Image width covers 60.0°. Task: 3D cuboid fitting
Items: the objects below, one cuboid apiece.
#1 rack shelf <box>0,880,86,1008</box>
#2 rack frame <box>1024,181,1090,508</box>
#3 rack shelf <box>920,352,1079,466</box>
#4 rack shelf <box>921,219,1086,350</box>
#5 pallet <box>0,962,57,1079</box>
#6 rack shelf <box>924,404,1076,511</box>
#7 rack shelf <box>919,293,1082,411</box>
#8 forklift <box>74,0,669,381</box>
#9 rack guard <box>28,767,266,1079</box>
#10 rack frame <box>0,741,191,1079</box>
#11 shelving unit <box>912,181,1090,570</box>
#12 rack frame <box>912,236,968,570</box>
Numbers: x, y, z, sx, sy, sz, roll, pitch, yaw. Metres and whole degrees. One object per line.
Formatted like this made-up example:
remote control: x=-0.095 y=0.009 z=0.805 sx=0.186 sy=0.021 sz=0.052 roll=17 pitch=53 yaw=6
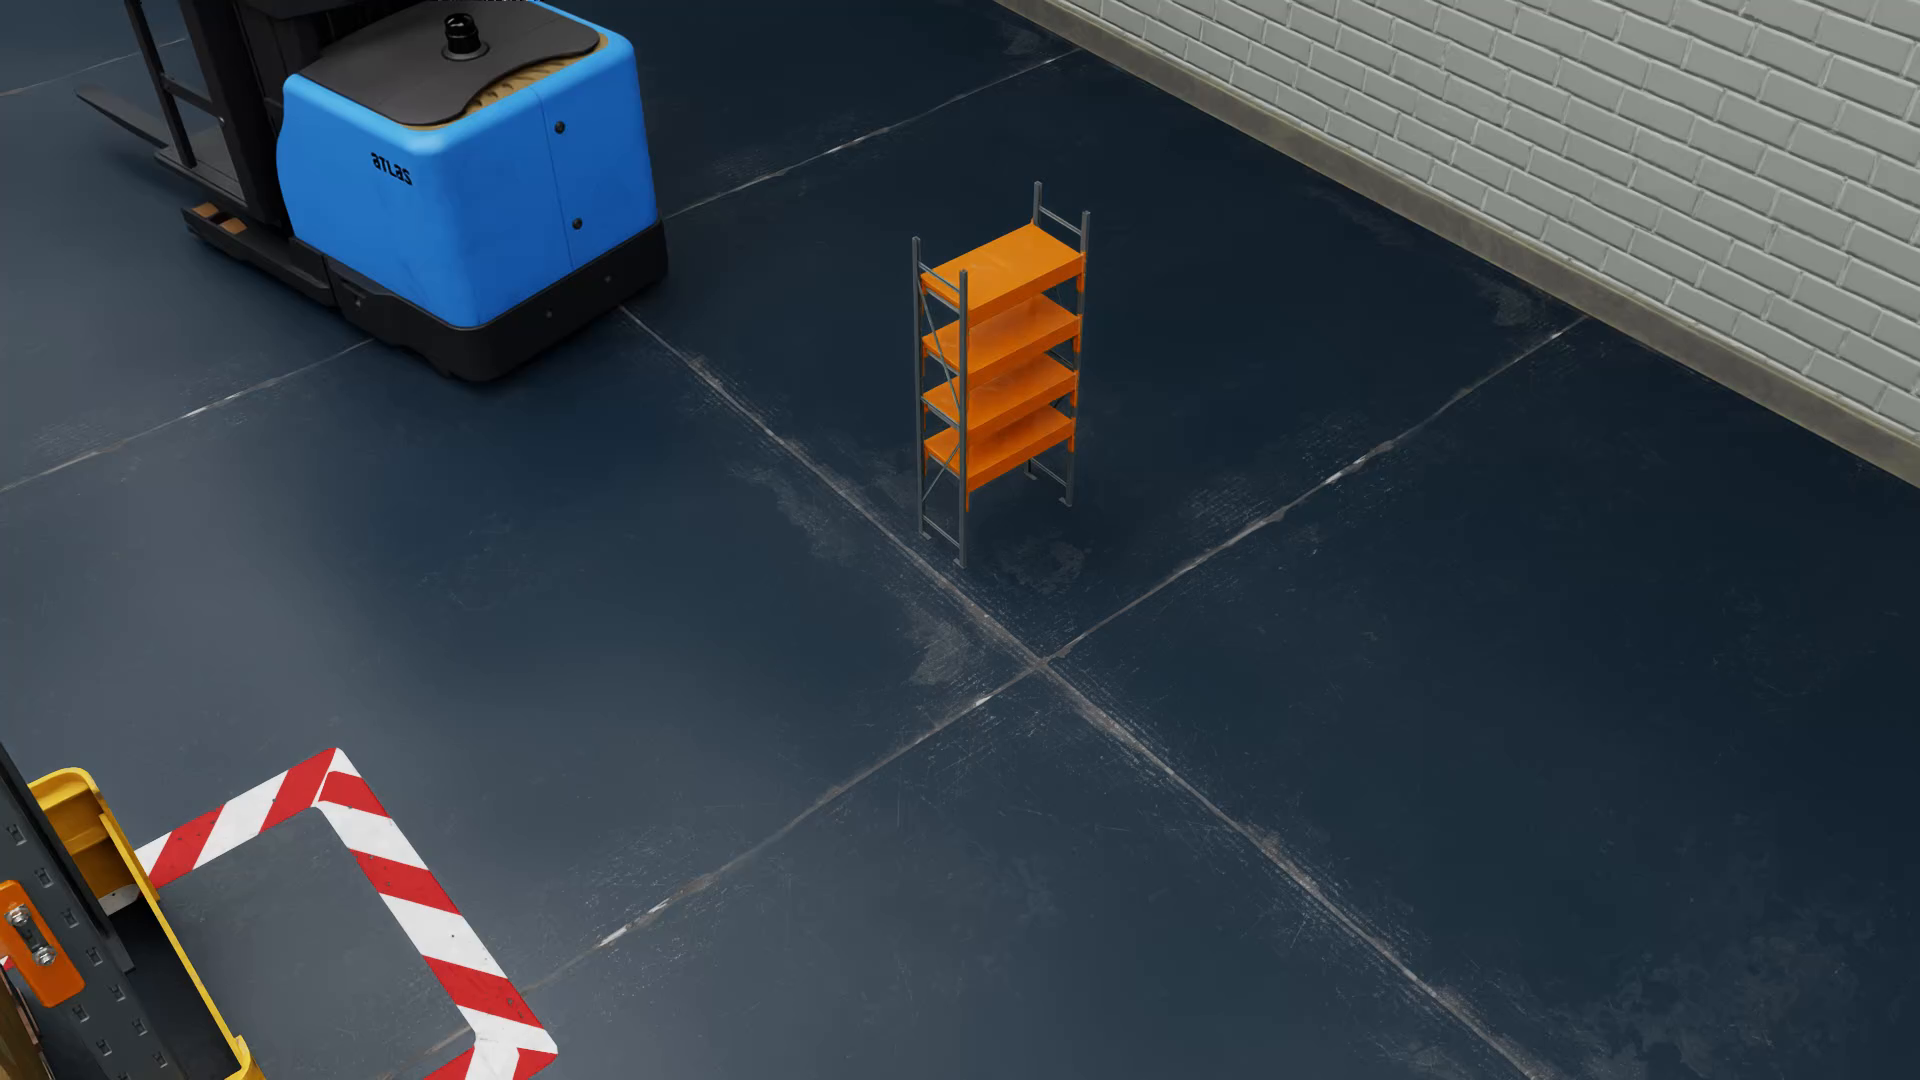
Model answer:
rack shelf: x=-3.638 y=1.385 z=2.609 sx=4.000 sy=0.370 sz=1.077 roll=-30 pitch=51 yaw=-28
rack frame: x=0.314 y=-0.617 z=5.531 sx=0.015 sy=1.200 sz=0.240 roll=-30 pitch=51 yaw=-28
rack shelf: x=0.127 y=-0.461 z=5.463 sx=0.480 sy=0.148 sz=0.258 roll=-30 pitch=51 yaw=-28
rack shelf: x=0.127 y=-0.796 z=5.148 sx=0.480 sy=0.148 sz=0.258 roll=-30 pitch=51 yaw=-28
pallet: x=-2.667 y=1.654 z=3.835 sx=1.213 sy=0.211 sz=1.003 roll=-30 pitch=51 yaw=-28
rack shelf: x=0.127 y=-0.316 z=5.599 sx=0.480 sy=0.148 sz=0.258 roll=-30 pitch=51 yaw=-28
rack shelf: x=0.127 y=-0.624 z=5.310 sx=0.480 sy=0.148 sz=0.258 roll=-30 pitch=51 yaw=-28
forklift: x=-2.667 y=-2.509 z=6.280 sx=3.031 sy=2.935 sz=1.130 roll=28 pitch=50 yaw=27
rack guard: x=-2.085 y=1.145 z=4.165 sx=0.348 sy=0.500 sz=1.175 roll=-30 pitch=51 yaw=-28
rack frame: x=-2.104 y=0.245 z=3.298 sx=0.127 sy=3.000 sz=1.000 roll=-30 pitch=51 yaw=-28
shelving unit: x=0.127 y=-0.510 z=5.417 sx=0.503 sy=1.200 sz=0.258 roll=-30 pitch=51 yaw=-28
rack frame: x=-0.060 y=-0.403 z=5.303 sx=0.015 sy=1.200 sz=0.240 roll=-30 pitch=51 yaw=-28
